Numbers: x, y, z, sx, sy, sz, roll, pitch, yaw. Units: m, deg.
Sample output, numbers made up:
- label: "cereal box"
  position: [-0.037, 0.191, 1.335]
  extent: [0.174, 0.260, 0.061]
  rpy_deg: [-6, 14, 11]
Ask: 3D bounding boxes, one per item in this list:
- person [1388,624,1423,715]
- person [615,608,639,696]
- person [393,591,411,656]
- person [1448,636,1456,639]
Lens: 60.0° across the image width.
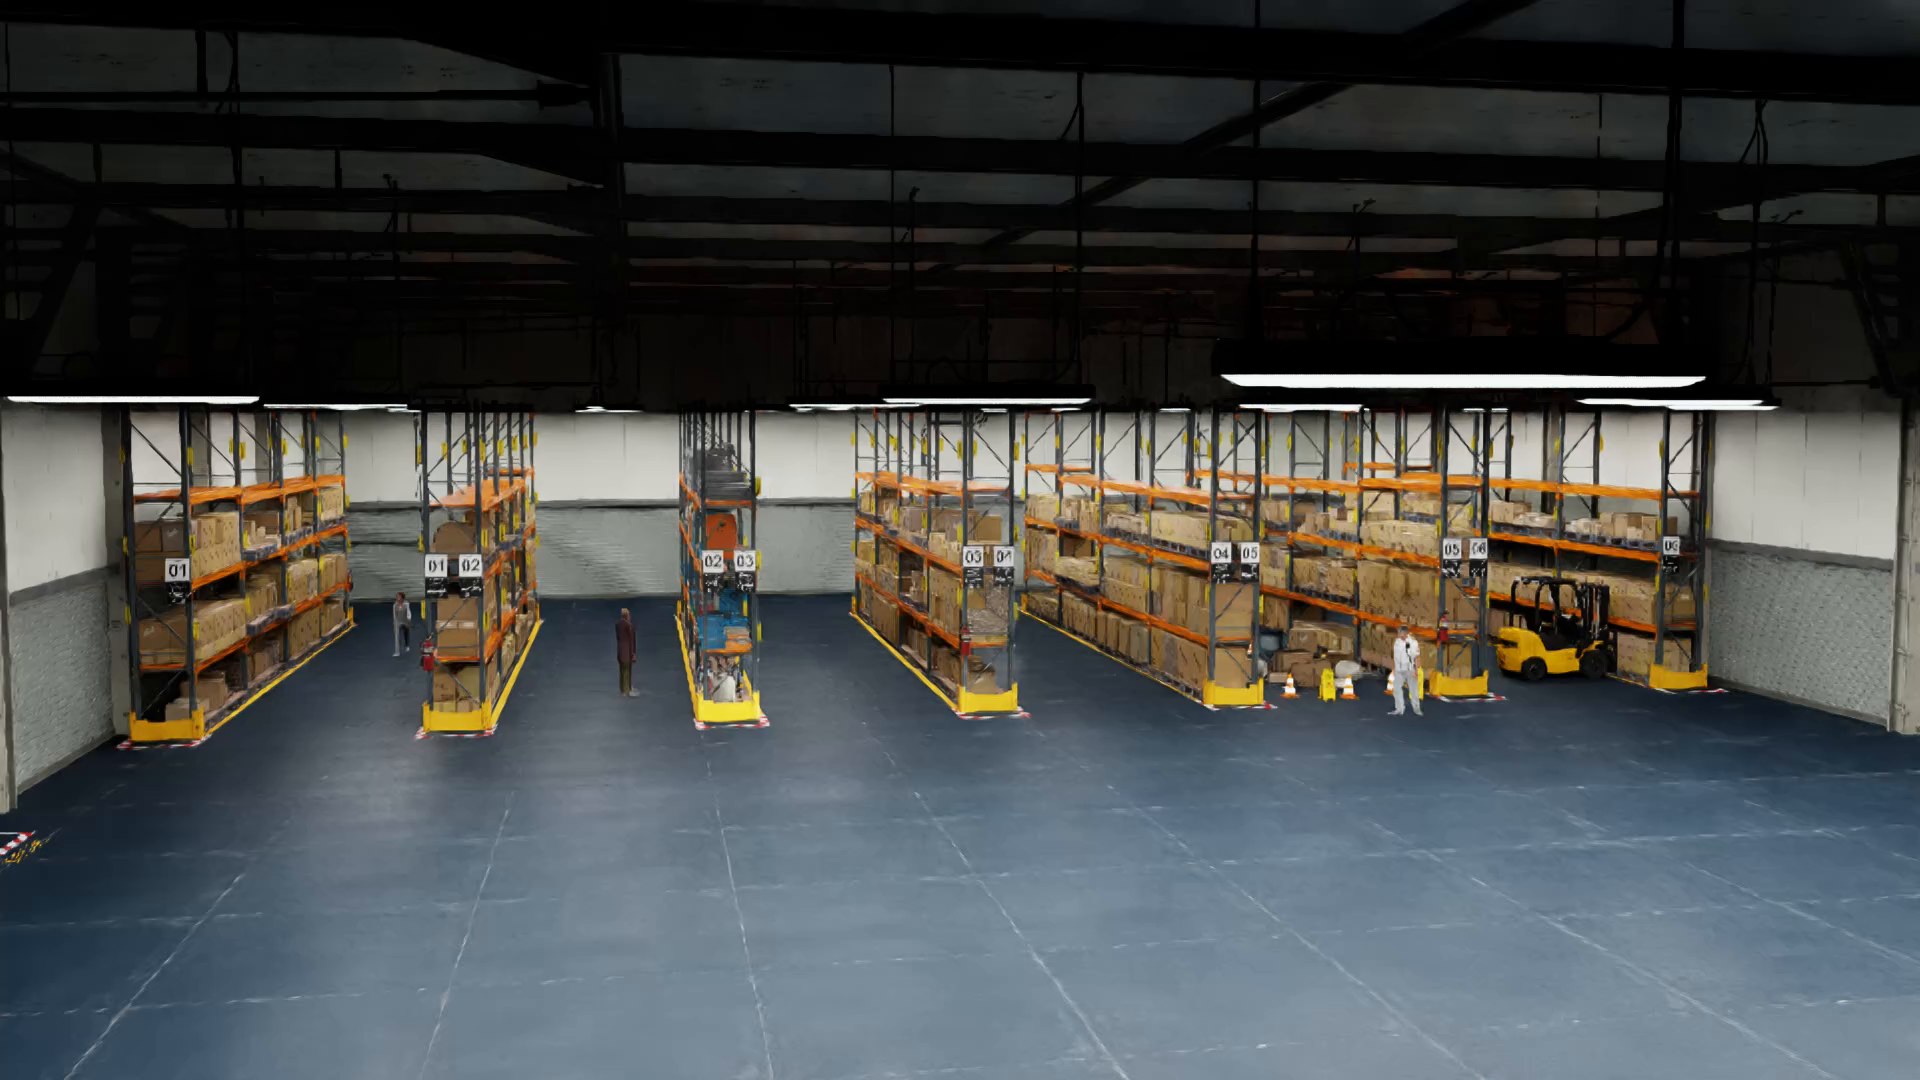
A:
- label: "person"
  position: [8.517, 2.467, 31.687]
  extent: [0.597, 1.743, 0.585]
  rpy_deg: [4, 6, 45]
- label: "person"
  position: [-6.760, 2.261, 33.891]
  extent: [0.514, 1.785, 0.638]
  rpy_deg: [-4, 6, -41]
- label: "person"
  position: [-13.277, 1.967, 39.594]
  extent: [0.416, 1.525, 1.034]
  rpy_deg: [-1, 4, -12]
- label: "person"
  position: [11.162, 2.019, 37.792]
  extent: [0.451, 1.679, 0.540]
  rpy_deg: [-3, 6, -39]
